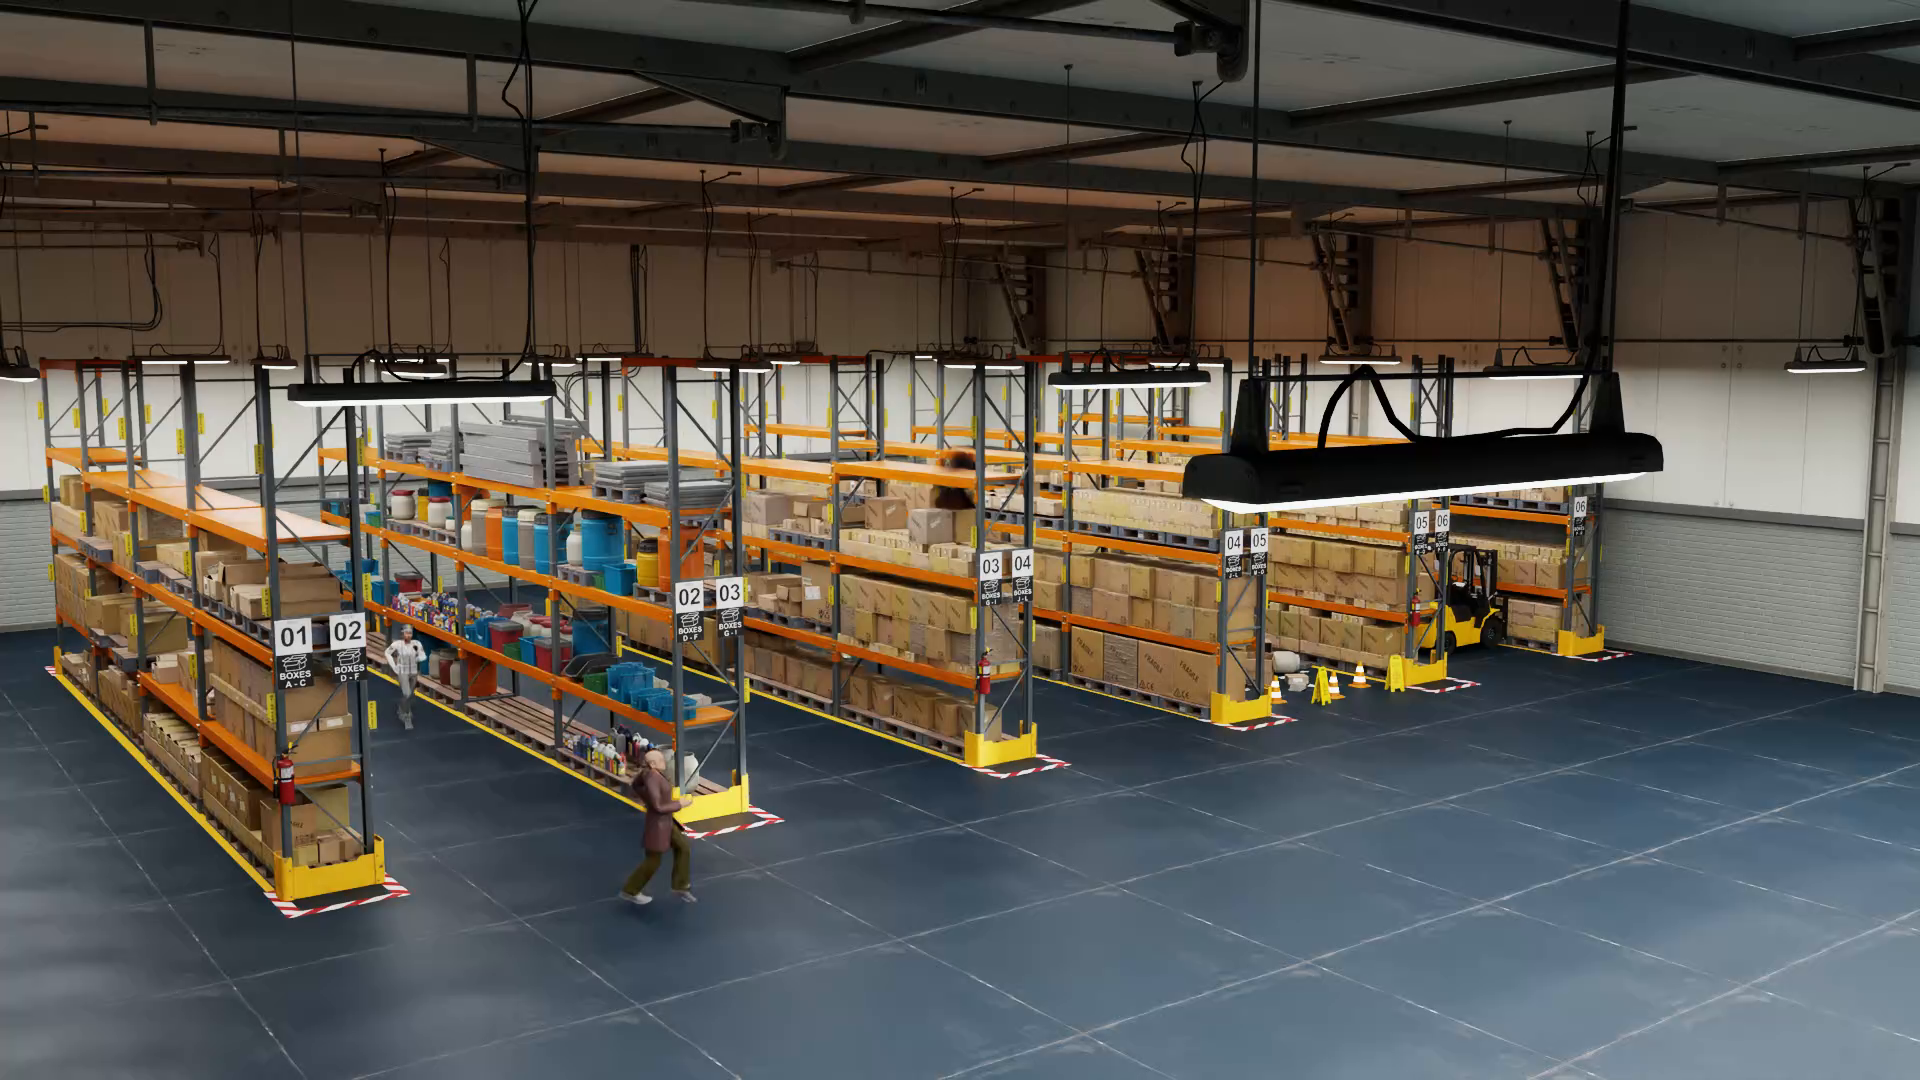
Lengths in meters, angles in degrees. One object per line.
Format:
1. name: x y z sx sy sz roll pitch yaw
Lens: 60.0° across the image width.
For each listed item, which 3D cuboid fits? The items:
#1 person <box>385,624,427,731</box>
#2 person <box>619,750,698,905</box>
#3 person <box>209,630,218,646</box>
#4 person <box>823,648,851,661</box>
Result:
1. person: -9.103 2.229 27.371 0.588 1.745 0.803 -6 9 -40
2. person: -3.393 3.239 18.641 0.867 1.822 0.723 -1 7 -5
3. person: -14.158 1.686 31.679 0.627 1.760 0.714 5 8 36
4. person: -2.311 1.617 31.807 0.668 1.770 0.908 -6 9 -39
